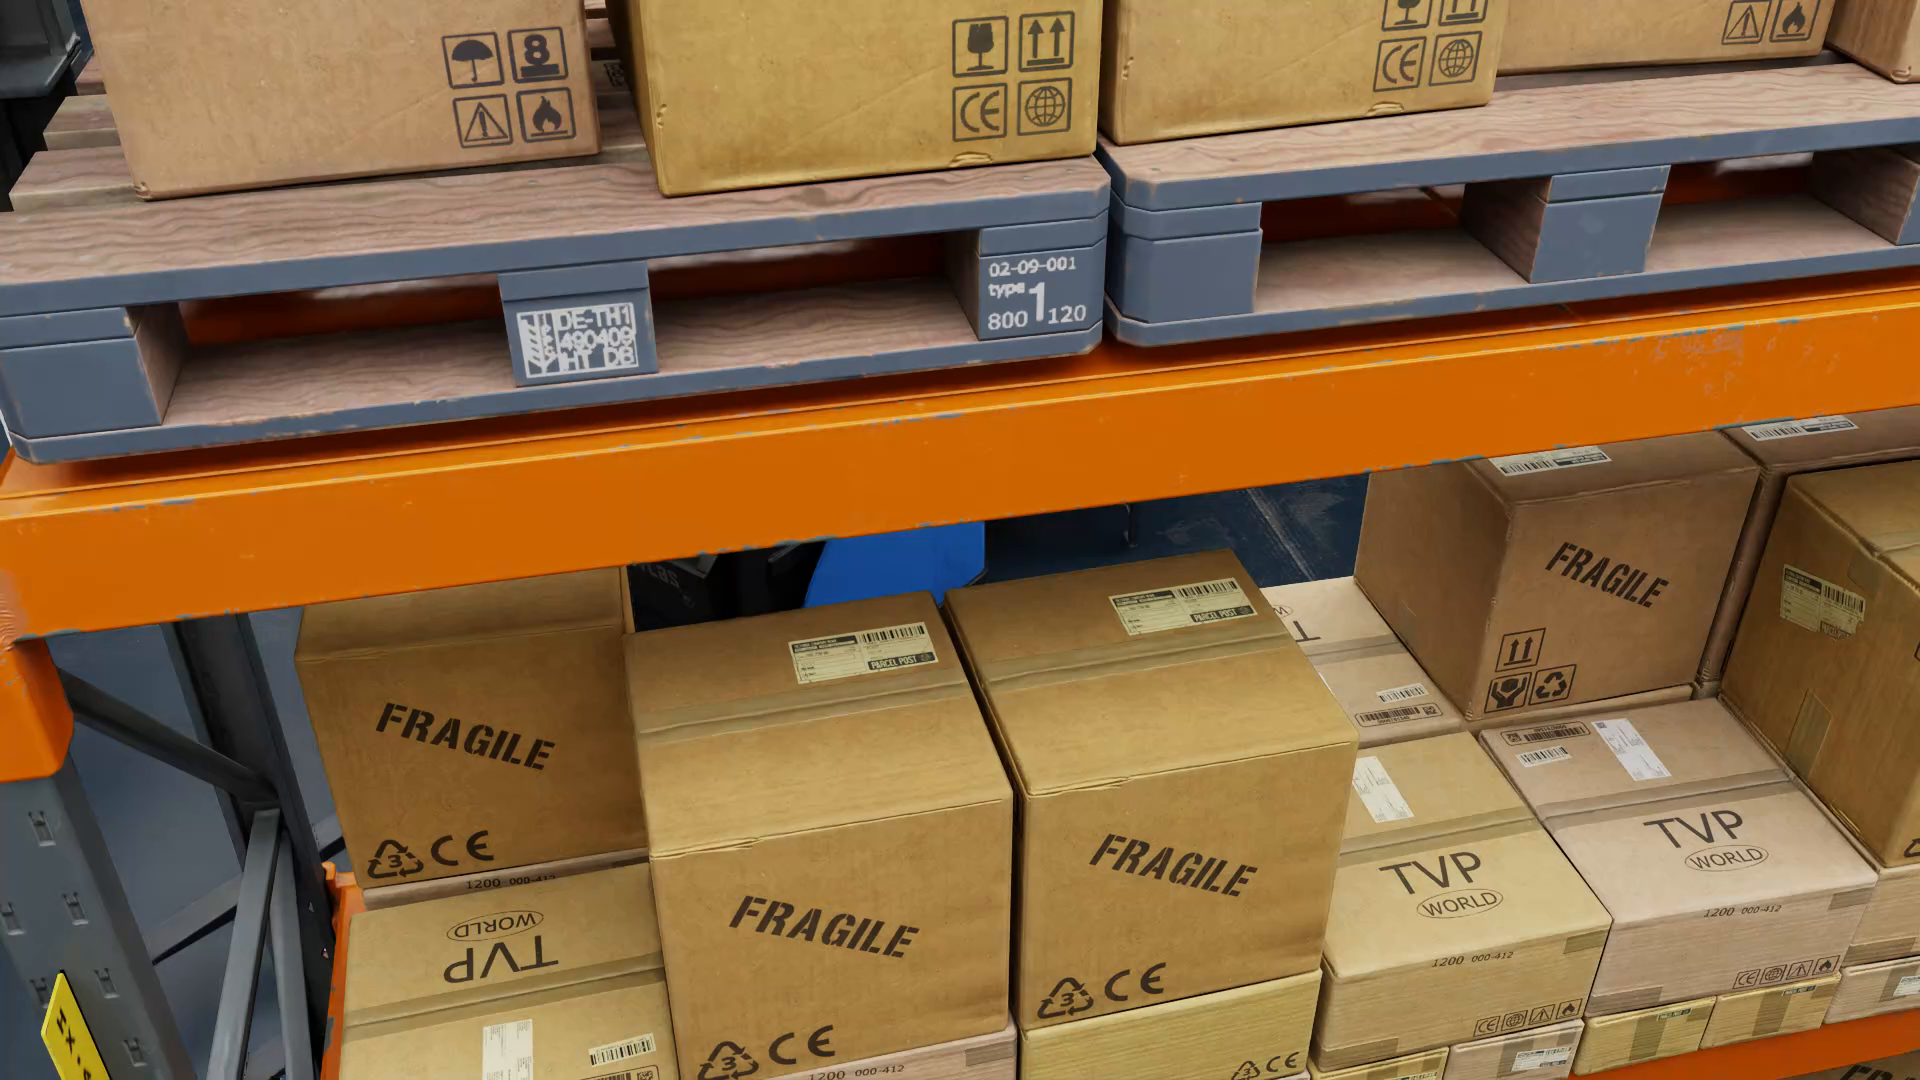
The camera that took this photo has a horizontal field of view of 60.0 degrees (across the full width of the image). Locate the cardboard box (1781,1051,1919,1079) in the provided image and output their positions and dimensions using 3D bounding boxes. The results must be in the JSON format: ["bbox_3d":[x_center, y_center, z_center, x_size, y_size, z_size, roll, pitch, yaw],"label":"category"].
[{"bbox_3d":[1.996,1.052,4.020,0.875,0.875,0.875,-7,35,-11],"label":"cardboard box"}]

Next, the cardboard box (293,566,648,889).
[{"bbox_3d":[-0.827,0.223,2.920,0.500,0.500,0.500,-7,34,-10],"label":"cardboard box"}]

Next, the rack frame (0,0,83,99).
[{"bbox_3d":[-1.244,-1.692,1.196,0.127,3.000,1.000,-7,35,-11],"label":"rack frame"}]

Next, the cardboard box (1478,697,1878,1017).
[{"bbox_3d":[1.283,0.570,3.076,0.500,0.250,0.500,-7,34,-10],"label":"cardboard box"}]

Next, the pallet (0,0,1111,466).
[{"bbox_3d":[-0.522,-0.507,2.201,1.213,0.211,1.003,-7,35,-11],"label":"pallet"}]

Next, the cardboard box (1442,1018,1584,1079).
[{"bbox_3d":[0.931,0.816,3.068,0.250,0.149,0.380,-7,34,-10],"label":"cardboard box"}]

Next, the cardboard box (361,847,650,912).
[{"bbox_3d":[-0.830,0.534,3.131,0.500,0.250,0.500,-8,35,-11],"label":"cardboard box"}]

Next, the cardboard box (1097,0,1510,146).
[{"bbox_3d":[0.321,-0.891,2.138,0.500,0.500,0.700,-9,35,-14],"label":"cardboard box"}]

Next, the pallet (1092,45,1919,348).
[{"bbox_3d":[0.670,-0.659,2.428,1.213,0.211,1.003,-7,35,-11],"label":"pallet"}]

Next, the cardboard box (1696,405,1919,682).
[{"bbox_3d":[1.652,-0.089,3.386,0.500,0.500,0.500,-7,35,-11],"label":"cardboard box"}]

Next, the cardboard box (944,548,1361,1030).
[{"bbox_3d":[0.276,0.385,2.679,0.500,0.500,0.500,-8,35,-12],"label":"cardboard box"}]

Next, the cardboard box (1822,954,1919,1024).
[{"bbox_3d":[1.680,0.722,3.208,0.250,0.149,0.380,-7,34,-10],"label":"cardboard box"}]

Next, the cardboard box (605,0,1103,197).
[{"bbox_3d":[-0.173,-0.801,2.004,0.500,0.500,0.700,-8,35,-12],"label":"cardboard box"}]

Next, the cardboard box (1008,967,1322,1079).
[{"bbox_3d":[0.280,0.698,2.886,0.500,0.250,0.500,-8,35,-12],"label":"cardboard box"}]

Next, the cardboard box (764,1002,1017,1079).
[{"bbox_3d":[-0.210,0.758,2.797,0.500,0.250,0.500,-8,35,-11],"label":"cardboard box"}]

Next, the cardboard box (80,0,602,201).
[{"bbox_3d":[-0.748,-0.797,1.998,0.500,0.500,0.700,-9,35,-13],"label":"cardboard box"}]

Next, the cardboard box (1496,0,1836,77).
[{"bbox_3d":[0.841,-1.016,2.325,0.500,0.500,0.700,-6,34,-8],"label":"cardboard box"}]

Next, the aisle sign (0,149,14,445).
[{"bbox_3d":[-1.380,-0.435,2.373,0.004,0.787,0.394,-7,35,-11],"label":"aisle sign"}]

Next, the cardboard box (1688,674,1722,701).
[{"bbox_3d":[1.655,0.219,3.599,0.500,0.250,0.500,-7,35,-11],"label":"cardboard box"}]

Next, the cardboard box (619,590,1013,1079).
[{"bbox_3d":[-0.228,0.452,2.579,0.500,0.500,0.500,-8,35,-12],"label":"cardboard box"}]

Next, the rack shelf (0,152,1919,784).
[{"bbox_3d":[0.707,-0.394,2.599,4.000,0.370,1.077,-7,35,-11],"label":"rack shelf"}]

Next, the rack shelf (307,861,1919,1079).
[{"bbox_3d":[0.707,0.851,3.435,4.000,0.370,1.077,-7,35,-11],"label":"rack shelf"}]

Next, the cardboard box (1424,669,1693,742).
[{"bbox_3d":[1.151,0.286,3.499,0.500,0.250,0.500,-6,34,-9],"label":"cardboard box"}]

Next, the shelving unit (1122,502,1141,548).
[{"bbox_3d":[0.156,-0.674,6.409,1.048,1.500,0.538,-6,34,-9],"label":"shelving unit"}]

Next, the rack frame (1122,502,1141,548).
[{"bbox_3d":[0.655,-0.728,6.489,0.032,1.500,0.500,-6,34,-9],"label":"rack frame"}]

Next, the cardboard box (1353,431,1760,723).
[{"bbox_3d":[1.146,-0.023,3.287,0.500,0.500,0.500,-8,35,-12],"label":"cardboard box"}]

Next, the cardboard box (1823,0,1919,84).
[{"bbox_3d":[1.382,-1.004,2.305,0.500,0.500,0.700,-5,34,-8],"label":"cardboard box"}]

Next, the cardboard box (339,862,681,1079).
[{"bbox_3d":[-0.716,0.825,2.696,0.500,0.250,0.500,-8,35,-12],"label":"cardboard box"}]

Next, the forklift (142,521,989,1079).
[{"bbox_3d":[-1.191,-0.388,4.698,1.130,2.935,3.031,23,40,30],"label":"forklift"}]

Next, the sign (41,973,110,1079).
[{"bbox_3d":[-1.127,0.709,2.154,0.005,0.325,0.100,-7,35,-11],"label":"sign"}]
